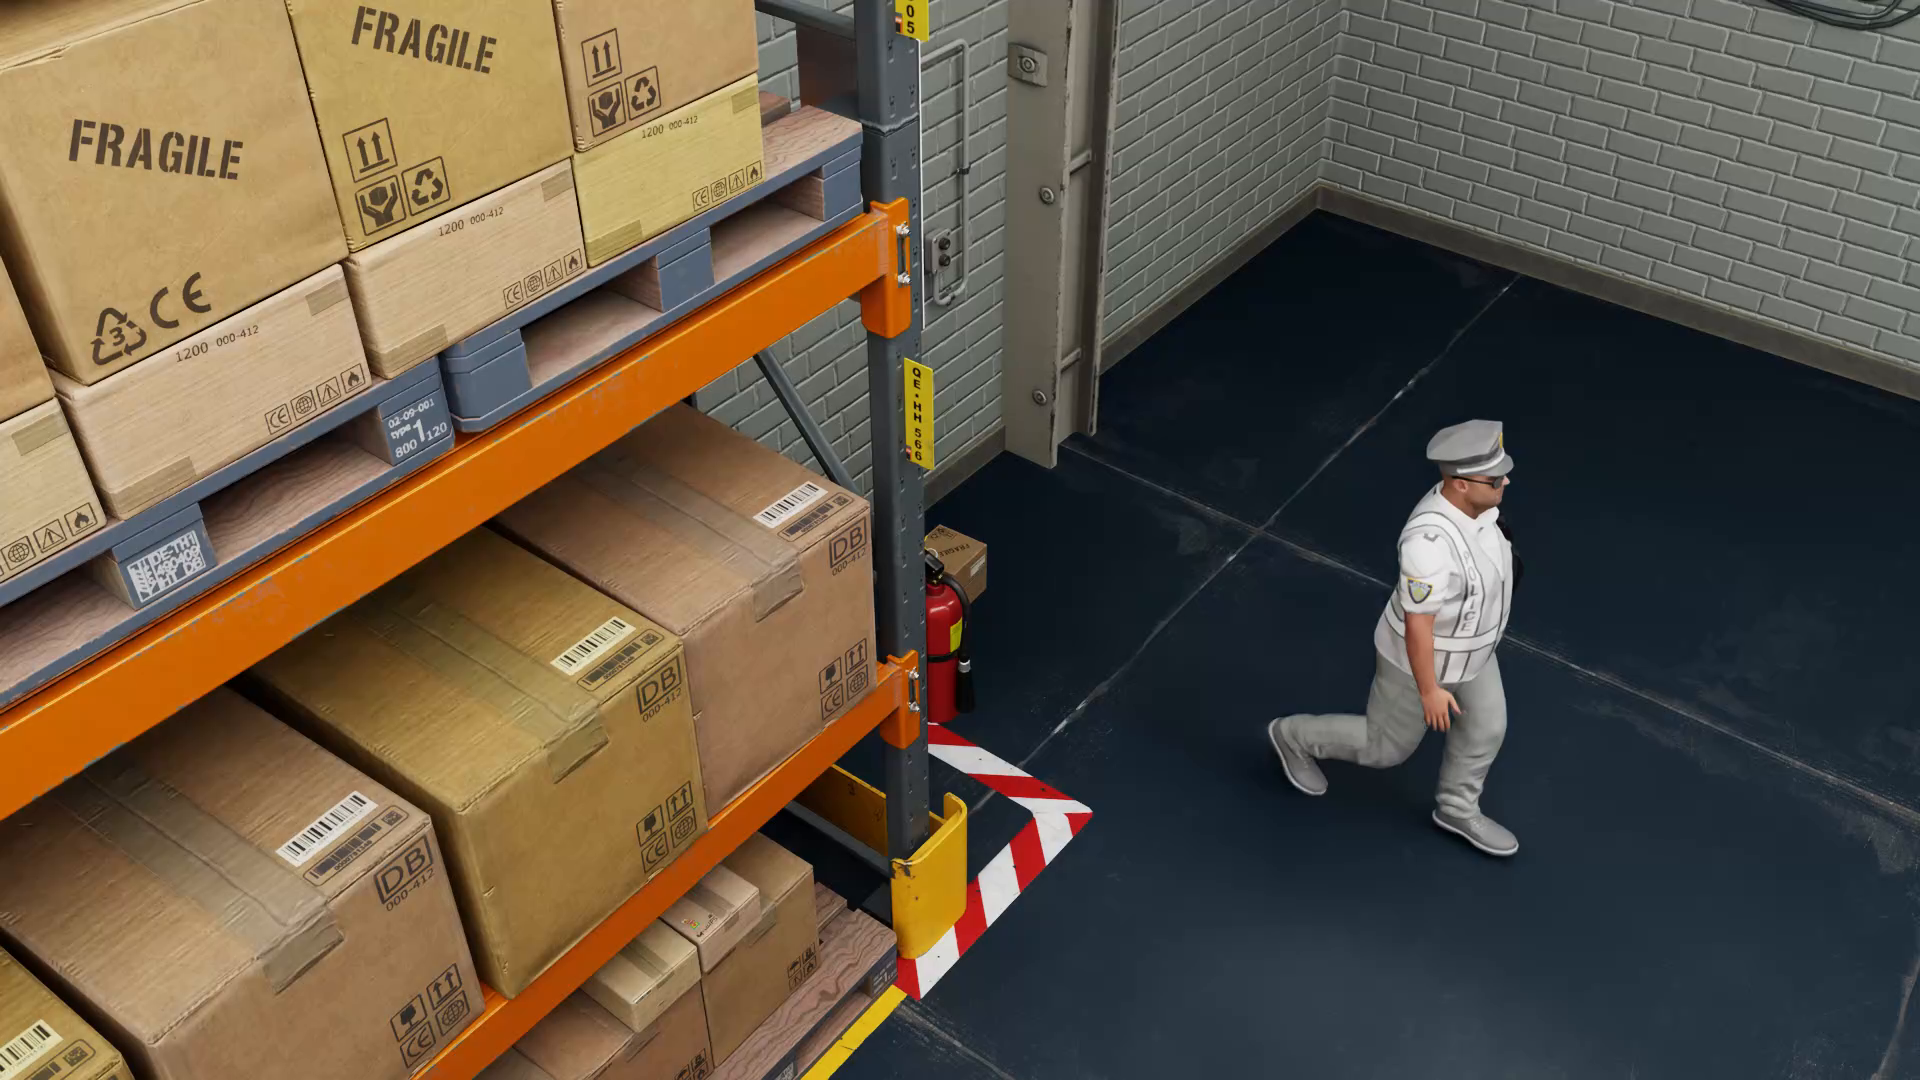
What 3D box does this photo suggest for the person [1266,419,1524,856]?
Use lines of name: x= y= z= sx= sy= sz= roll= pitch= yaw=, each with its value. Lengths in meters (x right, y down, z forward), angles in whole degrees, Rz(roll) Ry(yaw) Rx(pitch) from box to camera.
person: x=1.603 y=0.330 z=5.701 sx=0.951 sy=1.726 sz=0.529 roll=27 pitch=46 yaw=29
